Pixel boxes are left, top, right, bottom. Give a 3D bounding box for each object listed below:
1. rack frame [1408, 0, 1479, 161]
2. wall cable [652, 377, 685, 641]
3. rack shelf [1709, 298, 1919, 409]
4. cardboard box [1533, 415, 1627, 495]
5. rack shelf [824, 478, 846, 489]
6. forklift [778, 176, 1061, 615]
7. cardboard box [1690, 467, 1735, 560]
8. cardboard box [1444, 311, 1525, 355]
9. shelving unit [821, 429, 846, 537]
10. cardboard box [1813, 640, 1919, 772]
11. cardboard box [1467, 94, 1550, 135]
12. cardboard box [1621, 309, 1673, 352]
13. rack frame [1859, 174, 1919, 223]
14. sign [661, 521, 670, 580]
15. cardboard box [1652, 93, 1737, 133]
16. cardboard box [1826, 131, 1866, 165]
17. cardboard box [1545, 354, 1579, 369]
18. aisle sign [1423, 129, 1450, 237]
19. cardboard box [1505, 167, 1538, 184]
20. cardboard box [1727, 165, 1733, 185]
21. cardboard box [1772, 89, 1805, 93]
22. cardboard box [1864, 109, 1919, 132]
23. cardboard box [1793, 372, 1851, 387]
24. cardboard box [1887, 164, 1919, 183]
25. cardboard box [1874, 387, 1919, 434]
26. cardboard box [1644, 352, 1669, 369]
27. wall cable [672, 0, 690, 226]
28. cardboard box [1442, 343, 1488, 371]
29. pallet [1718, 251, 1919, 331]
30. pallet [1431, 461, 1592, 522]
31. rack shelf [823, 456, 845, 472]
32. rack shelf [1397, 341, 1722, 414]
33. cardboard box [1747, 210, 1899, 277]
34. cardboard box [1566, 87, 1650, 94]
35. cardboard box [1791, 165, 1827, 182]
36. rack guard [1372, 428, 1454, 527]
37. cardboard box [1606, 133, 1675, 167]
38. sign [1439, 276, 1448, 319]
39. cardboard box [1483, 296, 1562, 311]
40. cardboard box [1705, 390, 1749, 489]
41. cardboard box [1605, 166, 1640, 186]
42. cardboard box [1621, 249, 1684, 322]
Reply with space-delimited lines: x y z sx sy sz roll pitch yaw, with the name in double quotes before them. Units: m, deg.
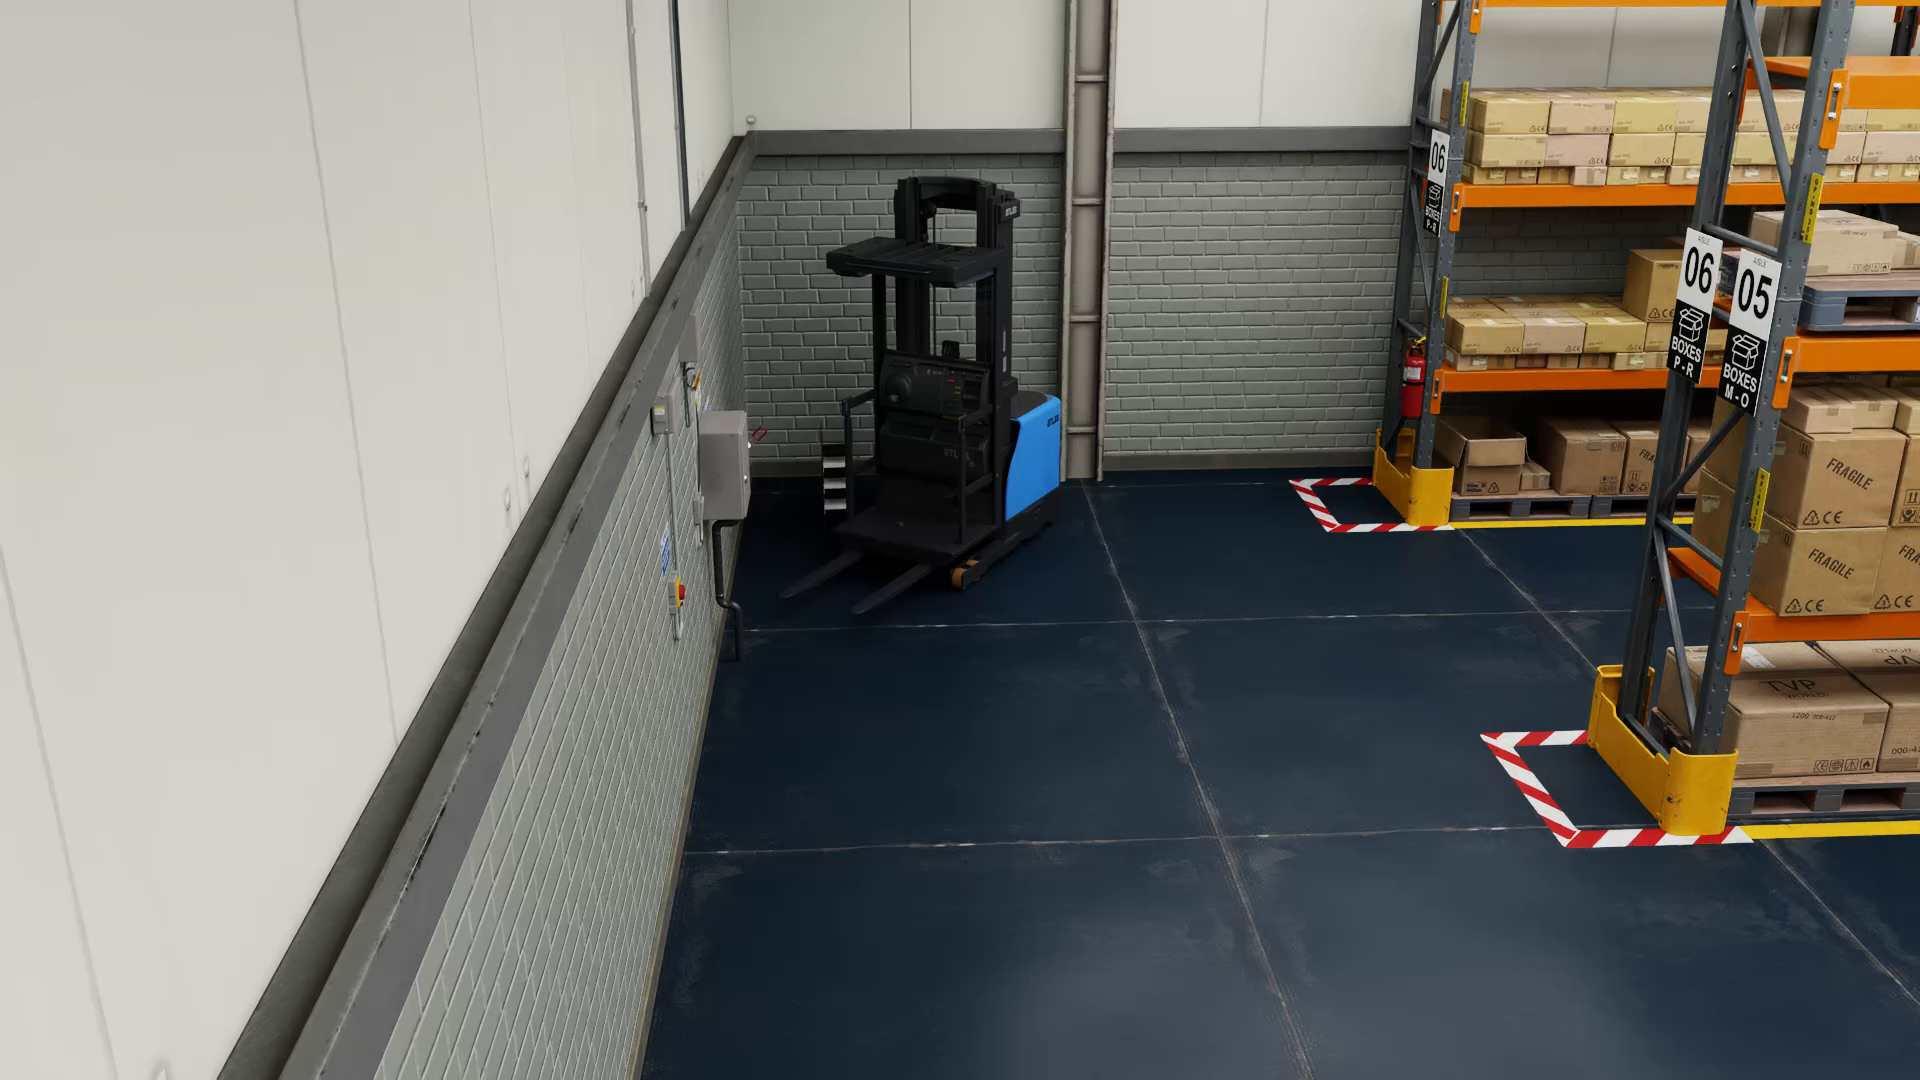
"rack frame" 3.827 -4.527 12.863 0.127 3.000 1.000 -1 21 -3
"wall cable" -1.514 -0.326 8.791 0.123 1.953 0.585 -1 21 -3
"rack shelf" 6.111 -1.066 9.001 4.000 0.370 1.077 -1 21 -3
"cardboard box" 5.298 -0.733 14.254 0.500 0.500 0.700 0 21 -1
"rack shelf" -1.023 -0.464 13.668 0.200 0.077 0.258 -2 21 -6
"forklift" -0.296 -1.174 12.586 1.130 2.935 3.031 11 23 26
"cardboard box" 4.580 -0.110 9.554 0.500 0.500 0.500 -1 21 -3
"cardboard box" 4.295 -1.705 13.677 0.500 0.250 0.500 -1 21 -3
"shelving unit" -1.023 -0.495 13.656 0.210 0.900 0.258 -2 21 -6
"cardboard box" 5.680 0.971 9.866 0.875 0.438 0.875 -1 21 -2
"cardboard box" 4.284 -3.347 13.071 0.500 0.250 0.500 -1 21 -4
"cardboard box" 5.814 -1.745 13.782 0.500 0.250 0.500 -2 21 -4
"rack frame" 7.820 -1.804 14.144 0.127 3.000 1.000 -1 21 -3
"sign" -1.573 0.055 8.881 0.001 0.218 0.327 -1 21 -3
"cardboard box" 5.802 -3.380 13.157 0.500 0.250 0.500 -1 21 -2
"cardboard box" 6.834 -3.162 13.287 0.500 0.250 0.500 -2 21 -5
"cardboard box" 4.938 -1.537 13.796 0.250 0.149 0.380 -1 21 -1
"aisle sign" 3.775 -2.832 13.190 0.004 0.787 0.394 -1 21 -3
"cardboard box" 4.418 -2.946 13.280 0.250 0.149 0.380 -1 21 -2
"cardboard box" 5.943 -2.935 13.251 0.250 0.149 0.380 -1 21 -2
"cardboard box" 6.793 -3.584 13.692 0.500 0.250 0.500 -2 21 -5
"cardboard box" 7.330 -3.413 13.244 0.500 0.250 0.500 -1 21 -3
"cardboard box" 4.713 -0.869 9.230 0.250 0.149 0.380 -1 21 -2
"cardboard box" 7.478 -2.976 13.360 0.250 0.149 0.380 -1 21 -3
"cardboard box" 5.008 -0.681 8.736 0.250 0.149 0.380 -1 21 -1
"cardboard box" 5.721 -1.536 13.792 0.250 0.149 0.380 -1 21 -2
"wall cable" -1.711 -3.823 10.962 0.133 3.039 2.988 -1 21 -3
"cardboard box" 4.171 -1.515 13.737 0.250 0.149 0.380 -1 21 -3
"pallet" 4.854 -1.339 8.831 1.213 0.211 1.003 -1 21 -3
"pallet" 4.698 -0.438 14.474 1.213 0.211 1.003 -1 21 -3
"rack shelf" -1.023 -0.632 13.604 0.200 0.077 0.258 -2 21 -6
"rack shelf" 5.823 -1.427 14.165 4.000 0.370 1.077 -1 21 -3
"cardboard box" 4.558 -1.576 8.808 0.500 0.250 0.500 -3 21 -8
"cardboard box" 5.288 -3.560 13.630 0.500 0.250 0.500 -1 21 -3
"cardboard box" 6.719 -2.967 13.335 0.250 0.149 0.380 -1 21 -3
"rack guard" 3.903 -0.556 14.379 0.348 0.500 1.175 -1 21 -3
"cardboard box" 5.303 -3.129 13.201 0.500 0.250 0.500 -2 21 -5
"sign" 3.858 -1.935 13.270 0.005 0.325 0.100 -1 21 -3
"cardboard box" 4.786 -1.906 14.203 0.500 0.250 0.500 -1 21 -3
"cardboard box" 4.581 -0.568 9.352 0.500 0.500 0.500 0 21 -1
"cardboard box" 5.191 -2.921 13.216 0.250 0.149 0.380 -1 21 -3
"cardboard box" 5.793 -2.086 13.624 0.500 0.500 0.500 -1 21 -2
